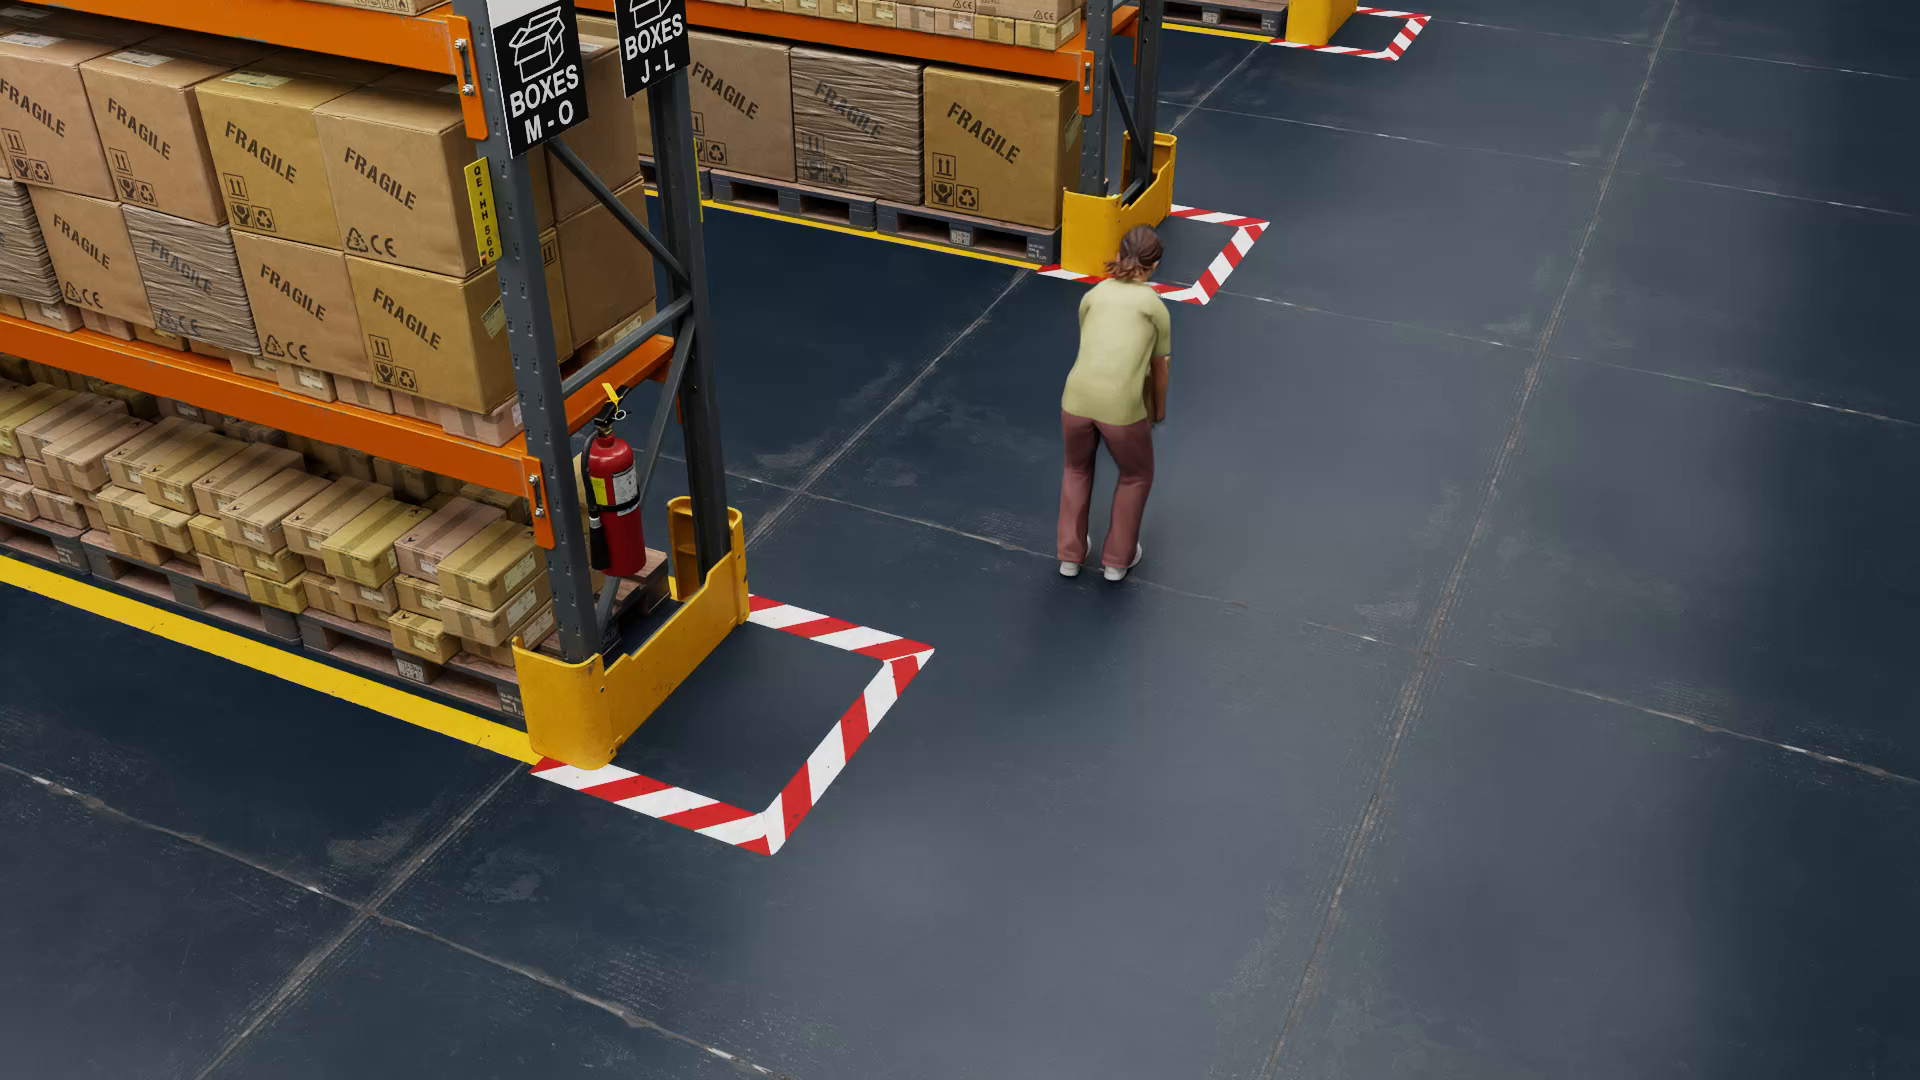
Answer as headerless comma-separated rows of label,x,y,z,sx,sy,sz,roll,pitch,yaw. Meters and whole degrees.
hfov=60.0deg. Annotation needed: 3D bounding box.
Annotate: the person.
person,0.672,-0.570,7.166,0.406,1.489,0.684,14,36,19
